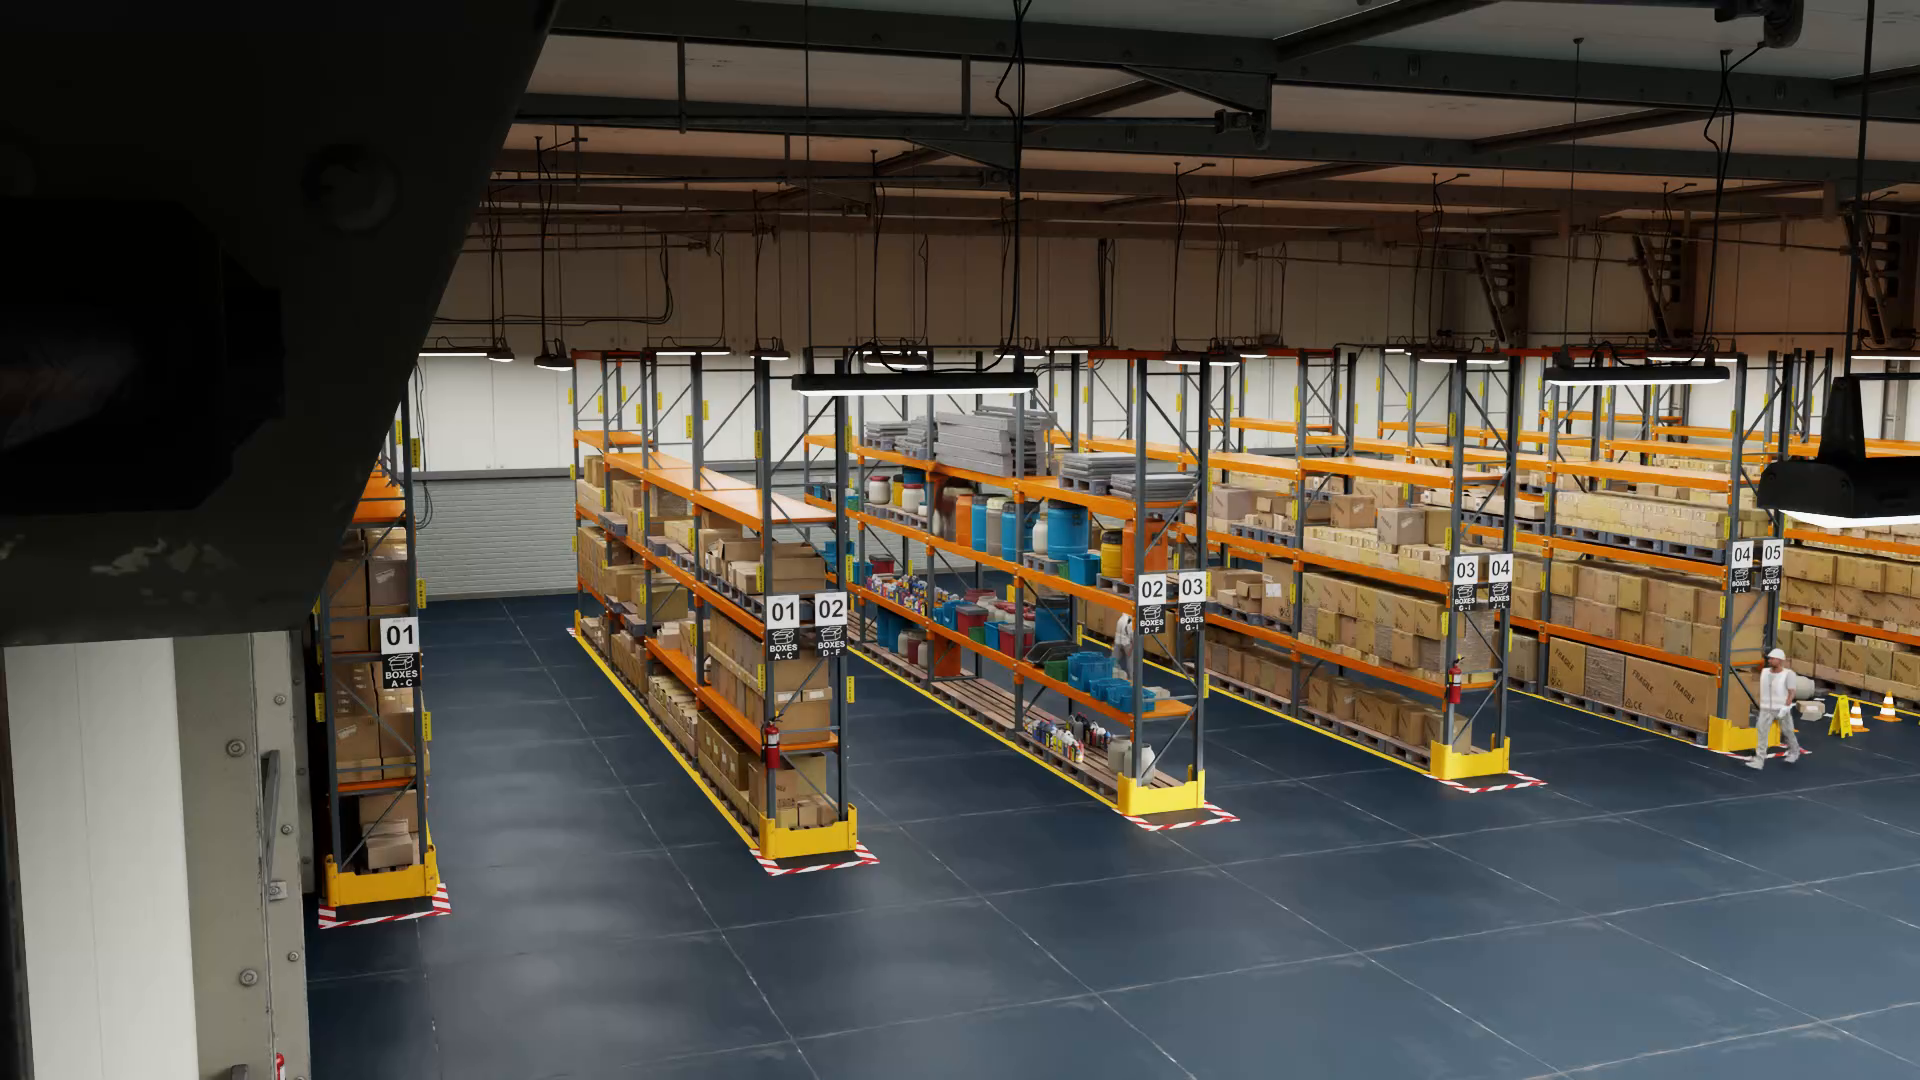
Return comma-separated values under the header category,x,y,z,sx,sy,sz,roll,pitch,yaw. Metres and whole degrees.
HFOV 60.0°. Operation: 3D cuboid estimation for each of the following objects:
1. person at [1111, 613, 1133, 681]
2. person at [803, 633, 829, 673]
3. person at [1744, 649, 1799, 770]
category,x,y,z,sx,sy,sz,roll,pitch,yaw
person,2.902,1.876,29.266,0.574,1.709,0.443,6,9,41
person,-2.366,2.052,27.594,0.463,1.797,0.733,0,7,2
person,11.859,2.462,24.239,1.030,1.743,0.565,-6,10,-42
